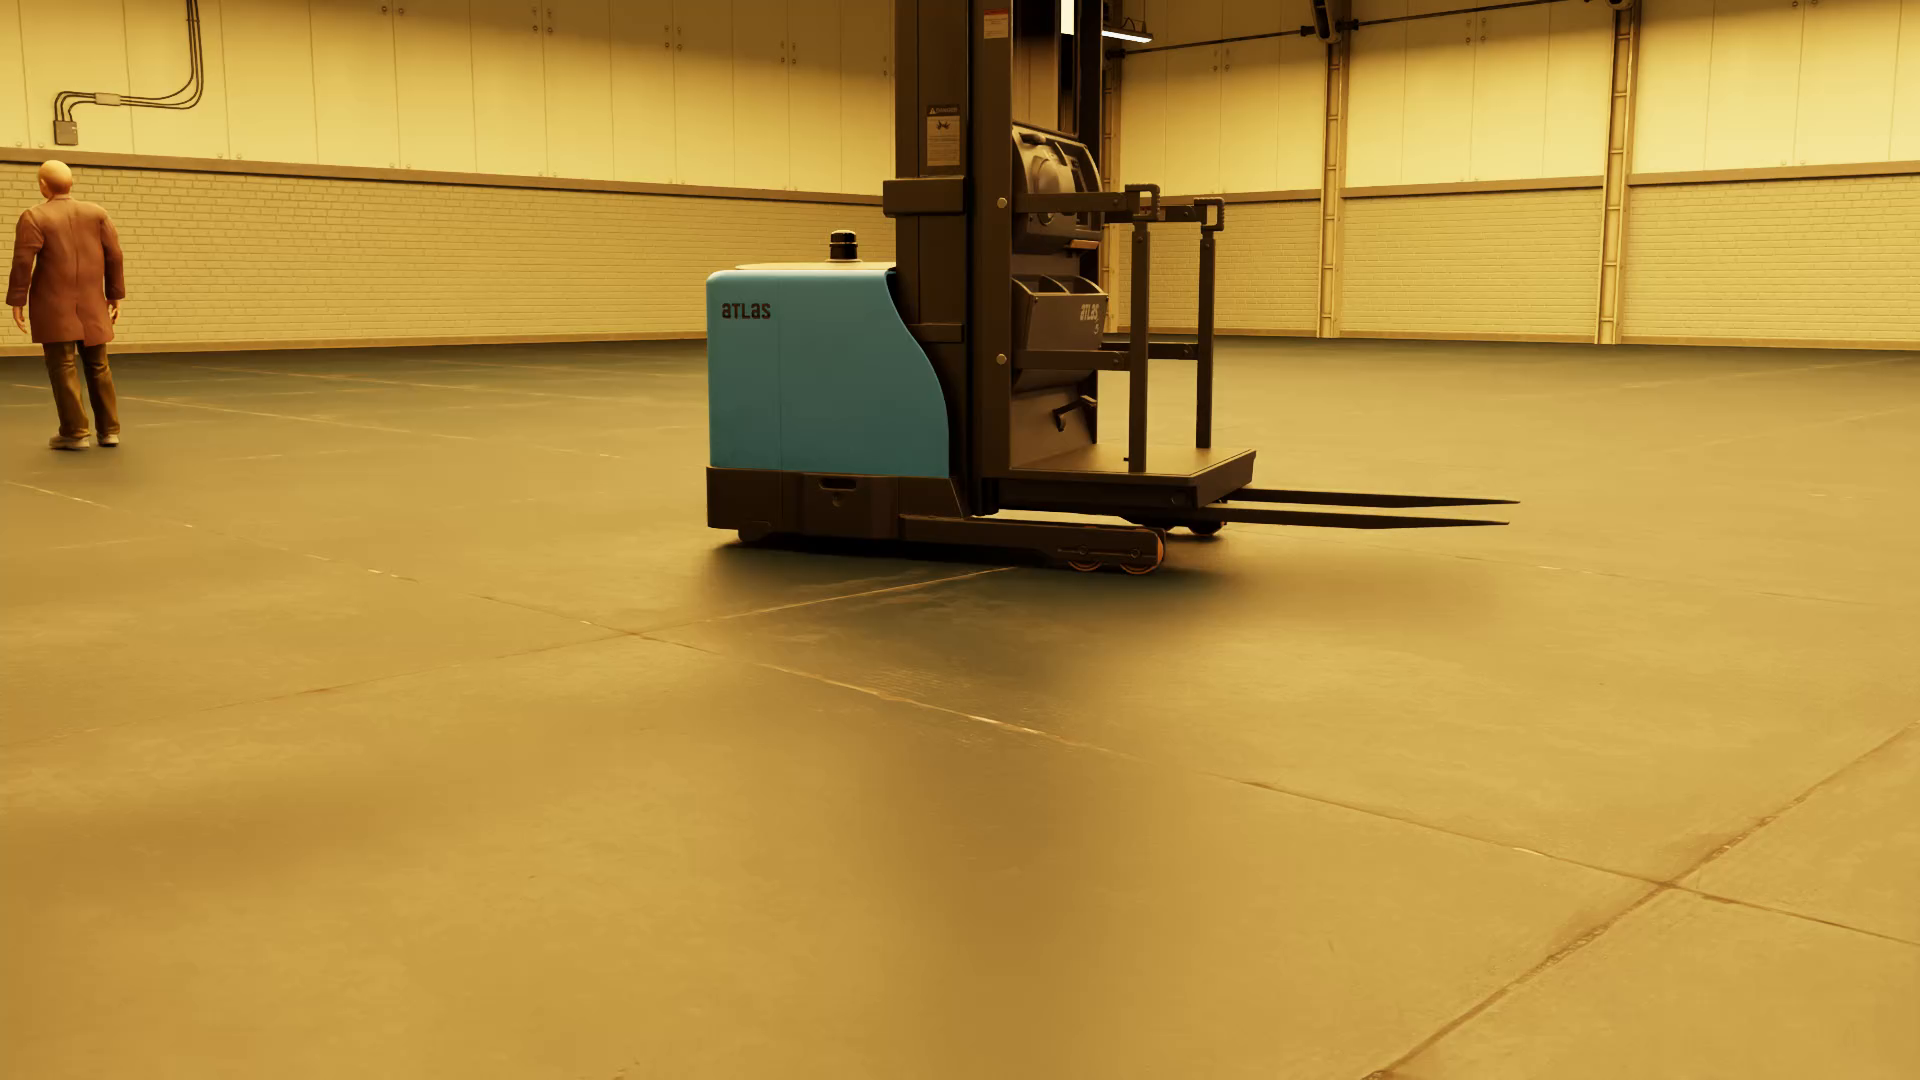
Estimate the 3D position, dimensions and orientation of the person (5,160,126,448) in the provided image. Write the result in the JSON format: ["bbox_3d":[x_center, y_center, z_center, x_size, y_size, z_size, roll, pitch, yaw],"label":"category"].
[{"bbox_3d":[-5.642,-1.432,10.468,0.581,1.700,0.694,8,12,43],"label":"person"}]

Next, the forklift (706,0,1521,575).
[{"bbox_3d":[0.565,-1.416,6.275,3.031,2.935,1.130,3,9,22],"label":"forklift"}]
